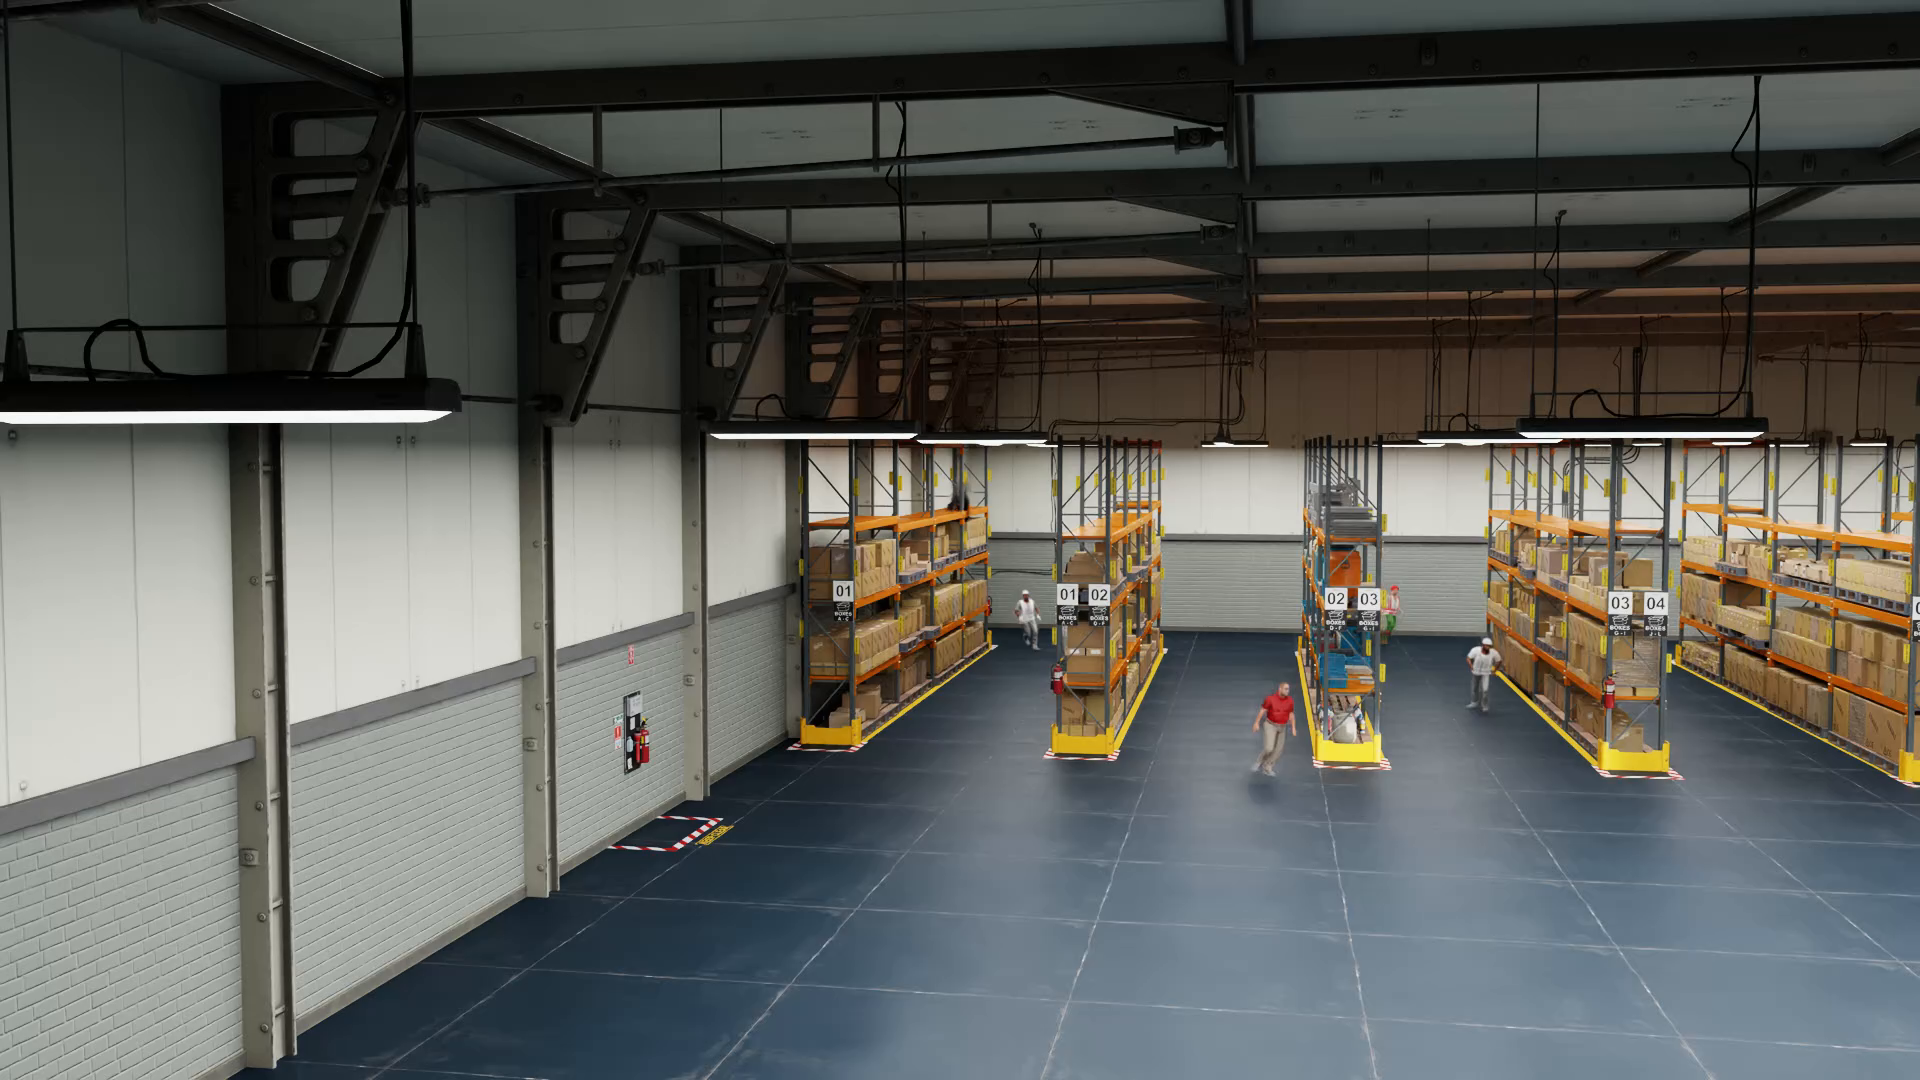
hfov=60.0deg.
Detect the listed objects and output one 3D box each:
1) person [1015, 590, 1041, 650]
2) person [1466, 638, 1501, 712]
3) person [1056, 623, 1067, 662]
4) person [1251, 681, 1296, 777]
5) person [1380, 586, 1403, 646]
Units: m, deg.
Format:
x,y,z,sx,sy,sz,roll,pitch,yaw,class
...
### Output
x,y,z,sx,sy,sz,roll,pitch,yaw,class
1.929,2.295,47.672,0.730,1.719,0.631,-1,3,-19,person
11.490,2.947,36.555,0.752,1.661,0.786,2,4,29,person
2.881,2.501,43.874,0.674,1.742,0.639,0,3,-2,person
5.502,3.315,29.188,0.705,1.708,0.566,-1,3,-23,person
12.579,2.197,48.727,0.794,1.729,0.773,-2,4,-31,person
